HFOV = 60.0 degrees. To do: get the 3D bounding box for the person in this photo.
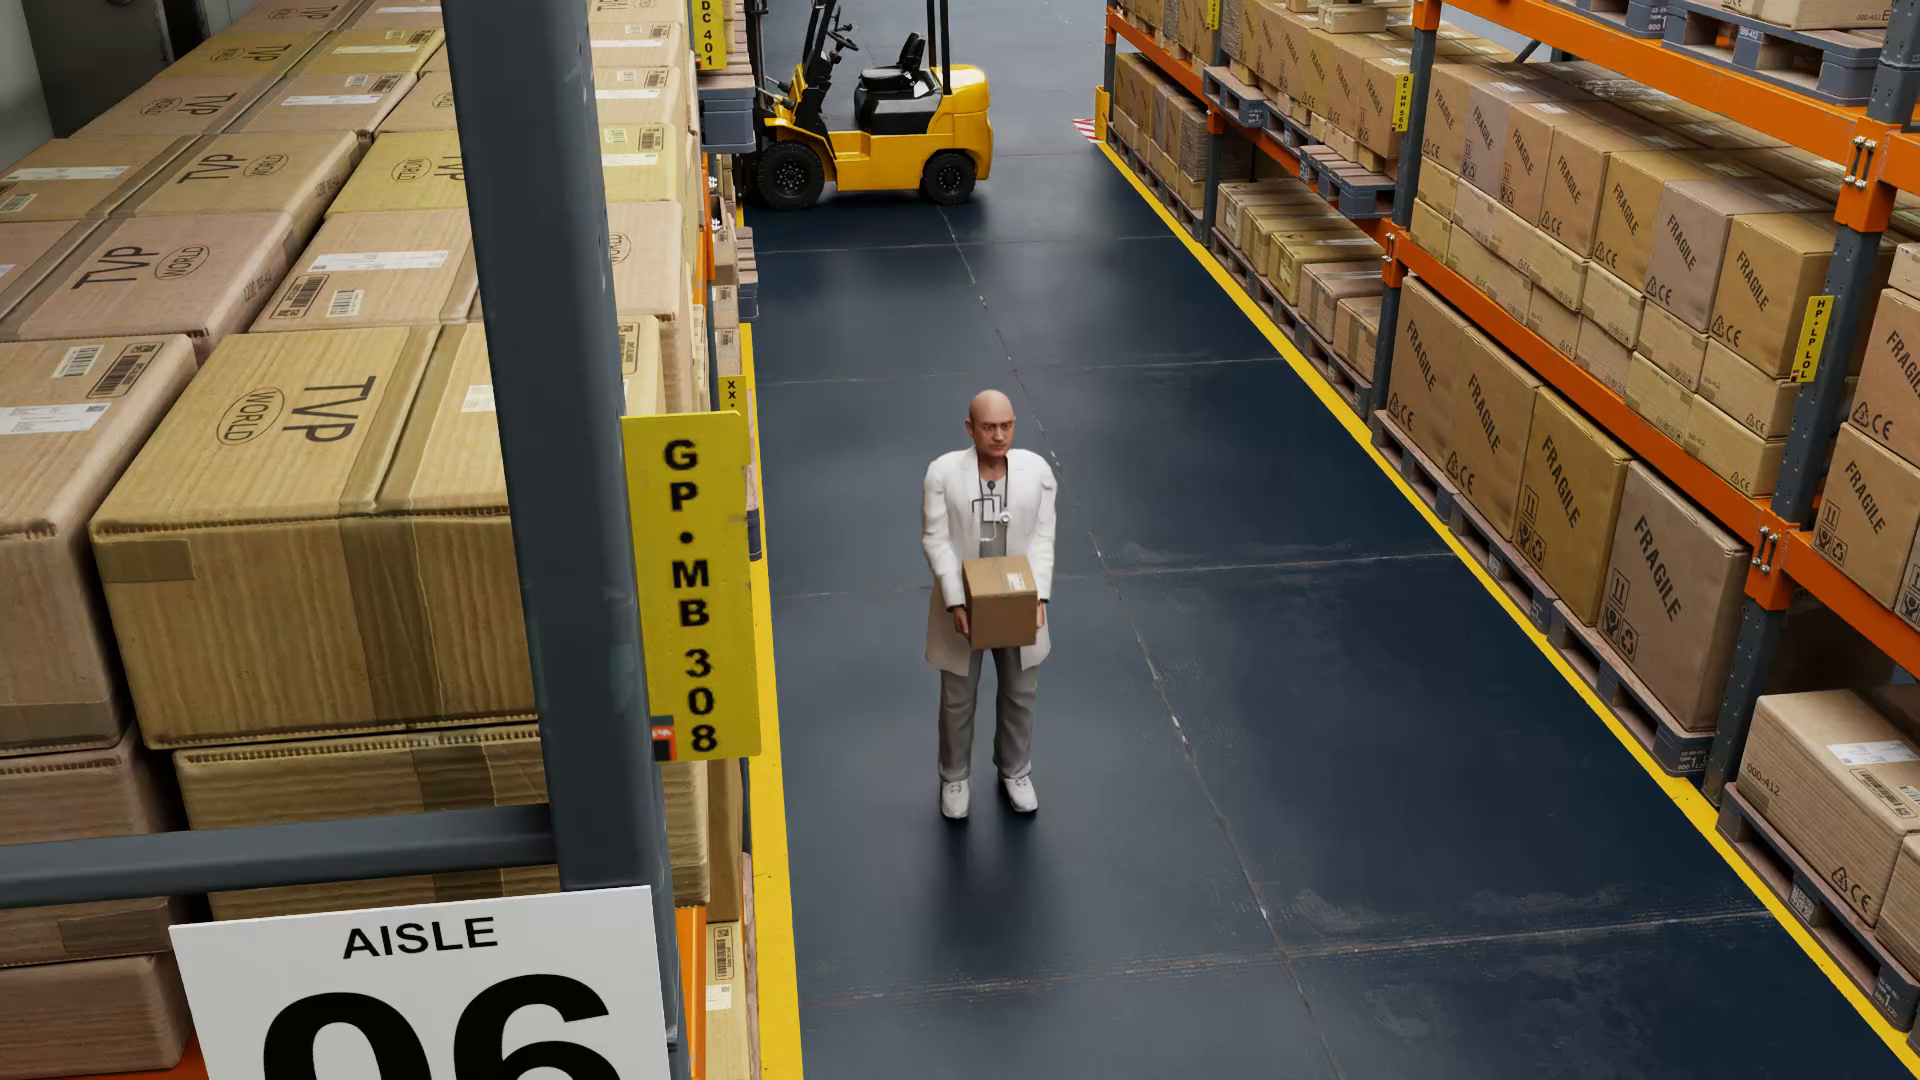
[{"bbox_3d":[0.128,0.305,6.525,0.537,1.777,0.548,-4,27,-7],"label":"person"}]
